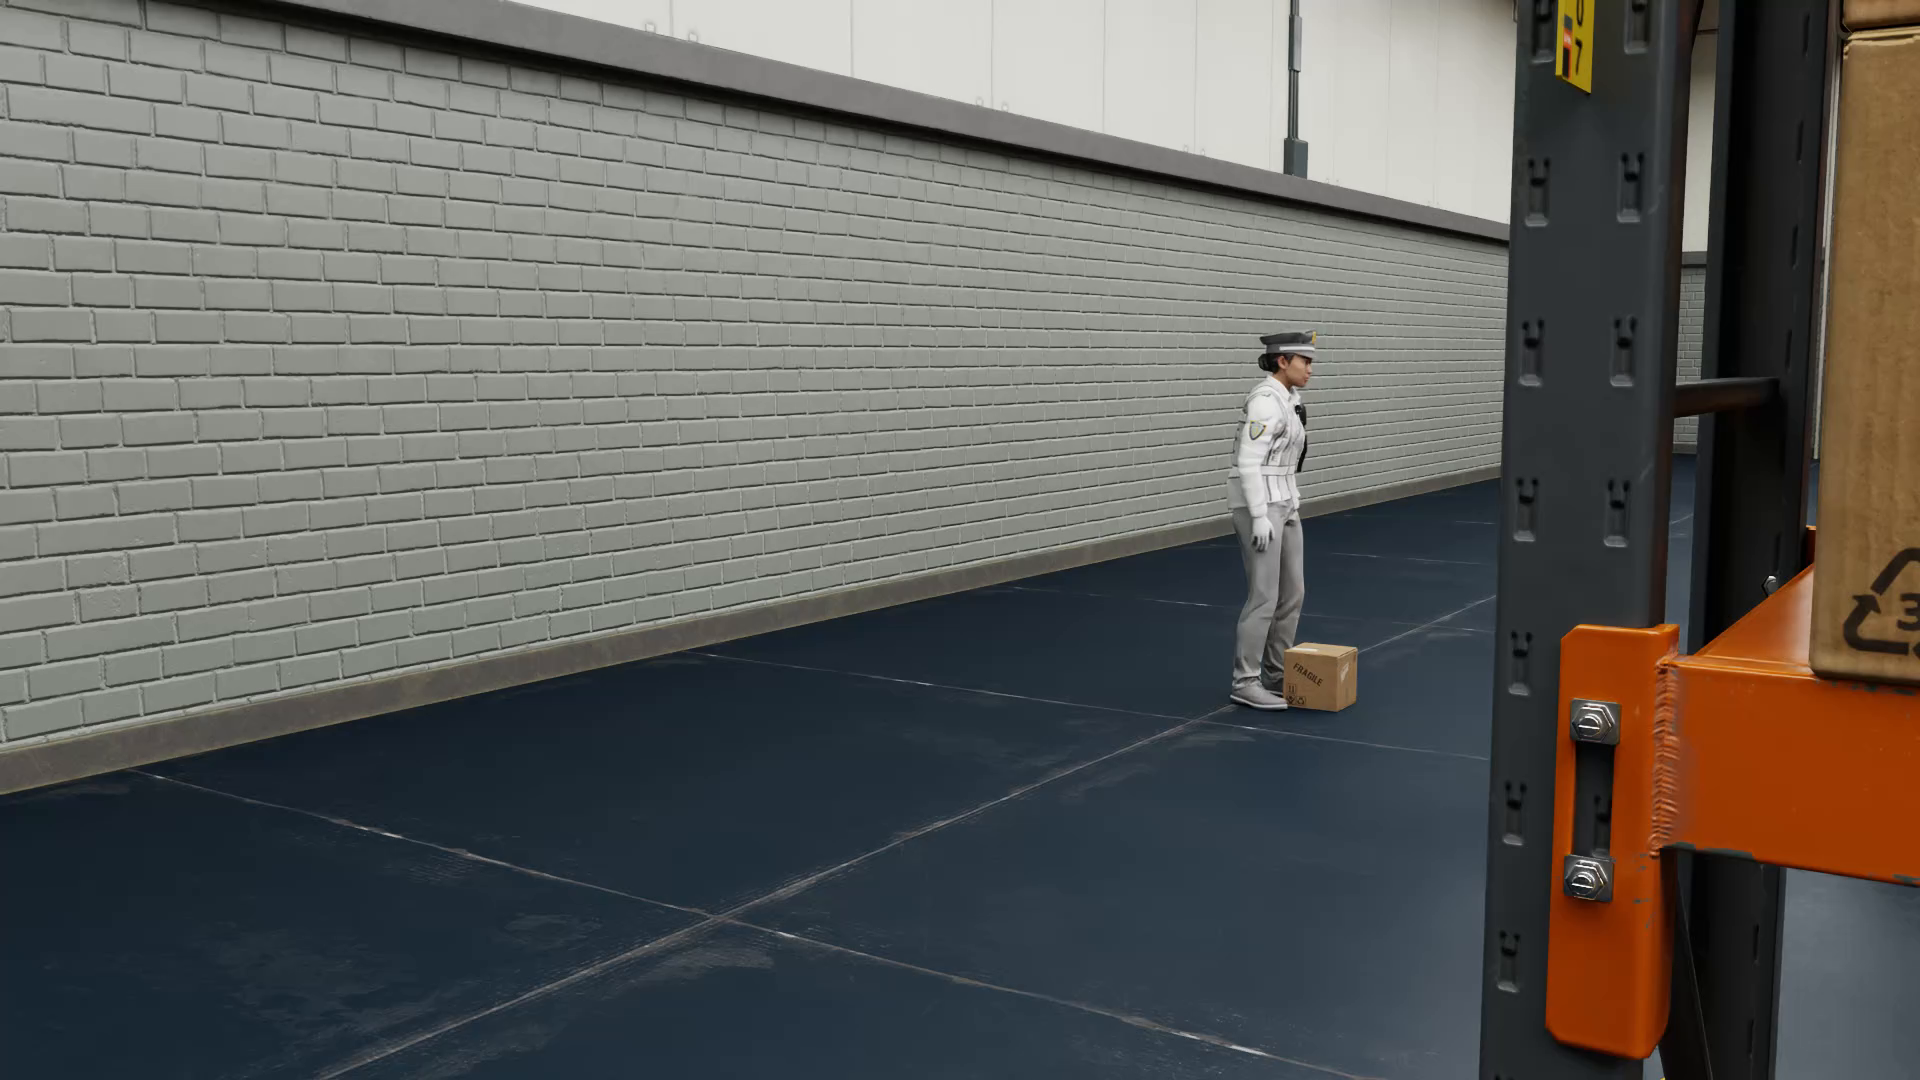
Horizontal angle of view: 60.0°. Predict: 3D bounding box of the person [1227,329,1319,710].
[{"bbox_3d":[1.416,-0.106,7.439,0.415,1.661,0.539,4,7,30],"label":"person"}]
